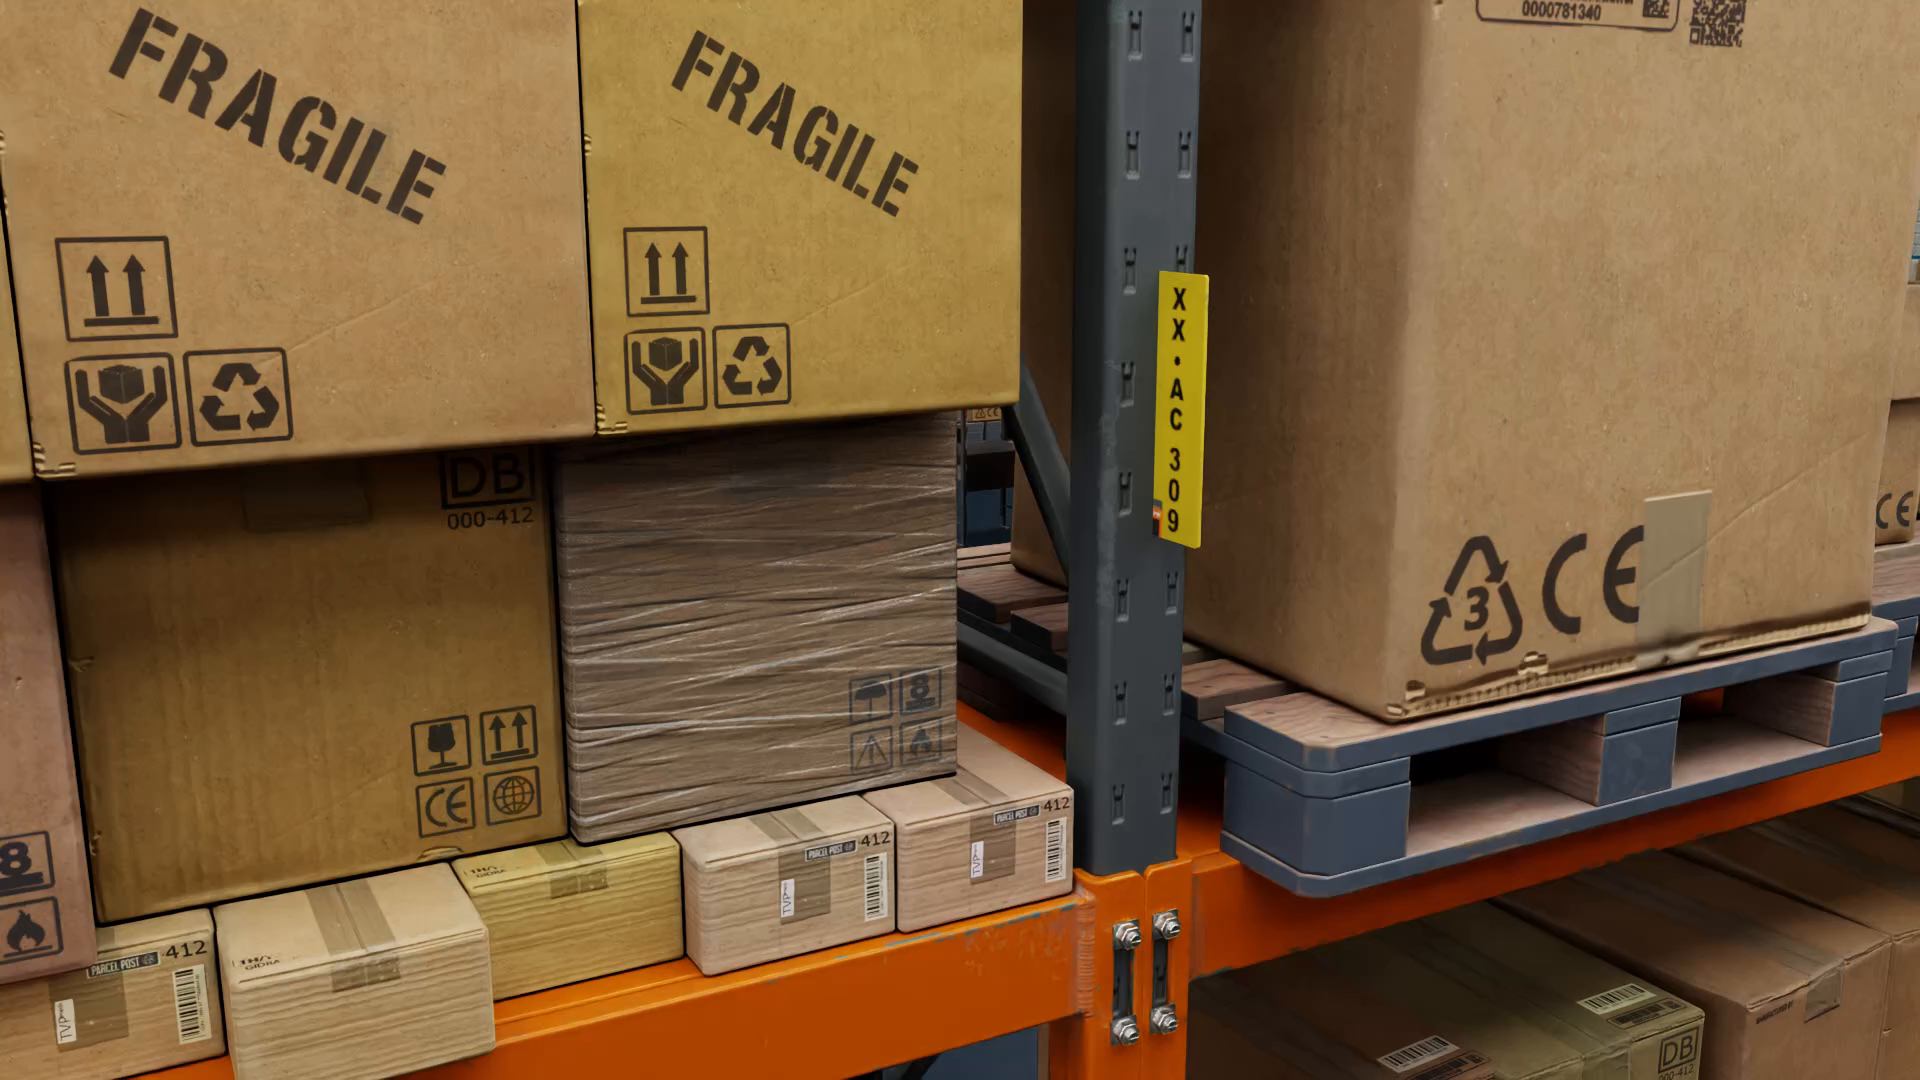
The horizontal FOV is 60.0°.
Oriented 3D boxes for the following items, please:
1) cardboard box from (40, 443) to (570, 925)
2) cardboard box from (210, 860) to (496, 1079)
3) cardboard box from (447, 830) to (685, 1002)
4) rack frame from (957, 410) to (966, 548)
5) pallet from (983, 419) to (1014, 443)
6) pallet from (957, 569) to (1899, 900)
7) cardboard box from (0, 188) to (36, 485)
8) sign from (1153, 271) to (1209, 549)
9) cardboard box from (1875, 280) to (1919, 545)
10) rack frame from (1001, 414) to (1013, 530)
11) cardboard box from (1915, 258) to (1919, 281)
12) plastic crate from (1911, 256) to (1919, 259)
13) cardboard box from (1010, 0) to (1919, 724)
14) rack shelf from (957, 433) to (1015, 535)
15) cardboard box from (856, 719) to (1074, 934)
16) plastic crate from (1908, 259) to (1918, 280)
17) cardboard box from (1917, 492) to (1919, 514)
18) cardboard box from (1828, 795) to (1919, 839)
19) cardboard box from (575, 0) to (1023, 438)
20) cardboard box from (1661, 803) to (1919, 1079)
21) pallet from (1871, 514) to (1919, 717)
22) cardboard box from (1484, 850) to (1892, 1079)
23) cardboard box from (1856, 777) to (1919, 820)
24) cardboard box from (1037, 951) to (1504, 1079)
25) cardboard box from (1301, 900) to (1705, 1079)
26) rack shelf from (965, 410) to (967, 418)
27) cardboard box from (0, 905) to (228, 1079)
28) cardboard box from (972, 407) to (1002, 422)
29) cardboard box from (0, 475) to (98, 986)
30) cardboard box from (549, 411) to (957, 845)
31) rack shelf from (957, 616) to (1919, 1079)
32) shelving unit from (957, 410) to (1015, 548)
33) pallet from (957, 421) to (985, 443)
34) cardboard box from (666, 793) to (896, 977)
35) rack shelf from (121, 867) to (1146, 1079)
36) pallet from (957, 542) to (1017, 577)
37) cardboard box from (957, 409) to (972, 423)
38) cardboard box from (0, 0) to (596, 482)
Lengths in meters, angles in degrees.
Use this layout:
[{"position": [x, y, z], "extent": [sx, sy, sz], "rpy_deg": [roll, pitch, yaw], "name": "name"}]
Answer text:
[{"position": [-0.884, 0.049, 2.156], "extent": [0.500, 0.500, 0.875], "rpy_deg": [-7, 14, -28], "name": "cardboard box"}, {"position": [-0.690, 0.450, 1.849], "extent": [0.250, 0.149, 0.380], "rpy_deg": [-7, 14, -28], "name": "cardboard box"}, {"position": [-0.524, 0.402, 2.062], "extent": [0.250, 0.149, 0.380], "rpy_deg": [-7, 14, -28], "name": "cardboard box"}, {"position": [-0.069, -1.016, 9.842], "extent": [0.015, 2.100, 0.400], "rpy_deg": [-7, 14, -28], "name": "rack frame"}, {"position": [0.507, -1.007, 14.104], "extent": [1.213, 0.211, 1.003], "rpy_deg": [-7, 14, -28], "name": "pallet"}, {"position": [0.737, 0.203, 2.814], "extent": [1.213, 0.211, 1.003], "rpy_deg": [-7, 14, -28], "name": "pallet"}, {"position": [-1.145, -0.315, 1.493], "extent": [0.500, 0.500, 0.500], "rpy_deg": [-7, 14, -28], "name": "cardboard box"}, {"position": [0.263, -0.157, 2.004], "extent": [0.005, 0.325, 0.100], "rpy_deg": [-7, 14, -28], "name": "sign"}, {"position": [1.473, -0.294, 3.393], "extent": [0.637, 0.503, 0.797], "rpy_deg": [-5, 14, -22], "name": "cardboard box"}, {"position": [0.359, -1.067, 10.070], "extent": [0.015, 2.100, 0.400], "rpy_deg": [-7, 14, -28], "name": "rack frame"}, {"position": [2.610, -0.371, 3.740], "extent": [0.500, 0.500, 0.700], "rpy_deg": [-5, 13, -20], "name": "cardboard box"}, {"position": [7.203, -1.971, 12.282], "extent": [0.300, 0.233, 0.416], "rpy_deg": [-7, 14, -28], "name": "plastic crate"}, {"position": [0.761, -0.393, 2.700], "extent": [1.000, 1.000, 1.000], "rpy_deg": [-7, 14, -27], "name": "cardboard box"}, {"position": [0.145, -0.346, 10.113], "extent": [0.480, 0.518, 0.431], "rpy_deg": [-7, 14, -28], "name": "rack shelf"}, {"position": [-0.052, 0.363, 2.236], "extent": [0.250, 0.149, 0.380], "rpy_deg": [-7, 14, -28], "name": "cardboard box"}, {"position": [6.073, -1.731, 11.104], "extent": [0.530, 0.282, 0.437], "rpy_deg": [-7, 14, -28], "name": "plastic crate"}, {"position": [2.173, -0.171, 3.388], "extent": [0.258, 0.266, 0.396], "rpy_deg": [-7, 15, -29], "name": "cardboard box"}, {"position": [2.448, 0.881, 4.056], "extent": [0.500, 0.500, 0.700], "rpy_deg": [-8, 15, -33], "name": "cardboard box"}, {"position": [-0.267, -0.420, 1.961], "extent": [0.500, 0.500, 0.500], "rpy_deg": [-7, 14, -28], "name": "cardboard box"}, {"position": [1.953, 0.941, 3.785], "extent": [0.500, 0.500, 0.700], "rpy_deg": [-6, 14, -23], "name": "cardboard box"}, {"position": [1.789, 0.050, 3.491], "extent": [1.213, 0.211, 1.003], "rpy_deg": [-7, 14, -28], "name": "pallet"}, {"position": [1.464, 1.000, 3.524], "extent": [0.500, 0.500, 0.700], "rpy_deg": [-8, 15, -33], "name": "cardboard box"}, {"position": [2.473, 0.514, 3.979], "extent": [0.500, 0.250, 0.500], "rpy_deg": [-5, 14, -22], "name": "cardboard box"}, {"position": [0.545, 1.106, 3.055], "extent": [0.500, 0.500, 0.700], "rpy_deg": [-8, 15, -32], "name": "cardboard box"}, {"position": [0.973, 1.059, 3.262], "extent": [0.500, 0.500, 0.700], "rpy_deg": [-7, 14, -28], "name": "cardboard box"}, {"position": [0.145, -1.028, 9.959], "extent": [0.480, 0.518, 0.431], "rpy_deg": [-7, 14, -28], "name": "rack shelf"}, {"position": [-0.973, 0.451, 1.846], "extent": [0.250, 0.149, 0.380], "rpy_deg": [-7, 14, -28], "name": "cardboard box"}, {"position": [0.200, -1.265, 13.589], "extent": [0.500, 0.500, 0.500], "rpy_deg": [-7, 14, -29], "name": "cardboard box"}, {"position": [-1.275, 0.121, 1.836], "extent": [0.500, 0.500, 0.875], "rpy_deg": [-7, 14, -28], "name": "cardboard box"}, {"position": [-0.429, 0.003, 2.360], "extent": [0.500, 0.500, 0.875], "rpy_deg": [-7, 14, -28], "name": "cardboard box"}, {"position": [1.752, 0.302, 3.574], "extent": [4.000, 0.370, 1.077], "rpy_deg": [-7, 14, -28], "name": "rack shelf"}, {"position": [0.145, -1.042, 9.956], "extent": [0.503, 2.100, 0.431], "rpy_deg": [-7, 14, -28], "name": "shelving unit"}, {"position": [-0.563, -0.880, 13.538], "extent": [1.213, 0.211, 1.003], "rpy_deg": [-7, 14, -28], "name": "pallet"}, {"position": [-0.276, 0.388, 2.127], "extent": [0.250, 0.149, 0.380], "rpy_deg": [-7, 14, -28], "name": "cardboard box"}, {"position": [-1.759, 0.723, 1.705], "extent": [4.000, 0.370, 1.077], "rpy_deg": [-7, 14, -28], "name": "rack shelf"}, {"position": [0.435, 0.220, 8.649], "extent": [1.213, 0.211, 1.003], "rpy_deg": [-7, 14, -28], "name": "pallet"}, {"position": [-0.243, -1.213, 13.359], "extent": [0.500, 0.500, 0.500], "rpy_deg": [-7, 15, -30], "name": "cardboard box"}, {"position": [-0.705, -0.367, 1.726], "extent": [0.500, 0.500, 0.500], "rpy_deg": [-7, 14, -28], "name": "cardboard box"}]
